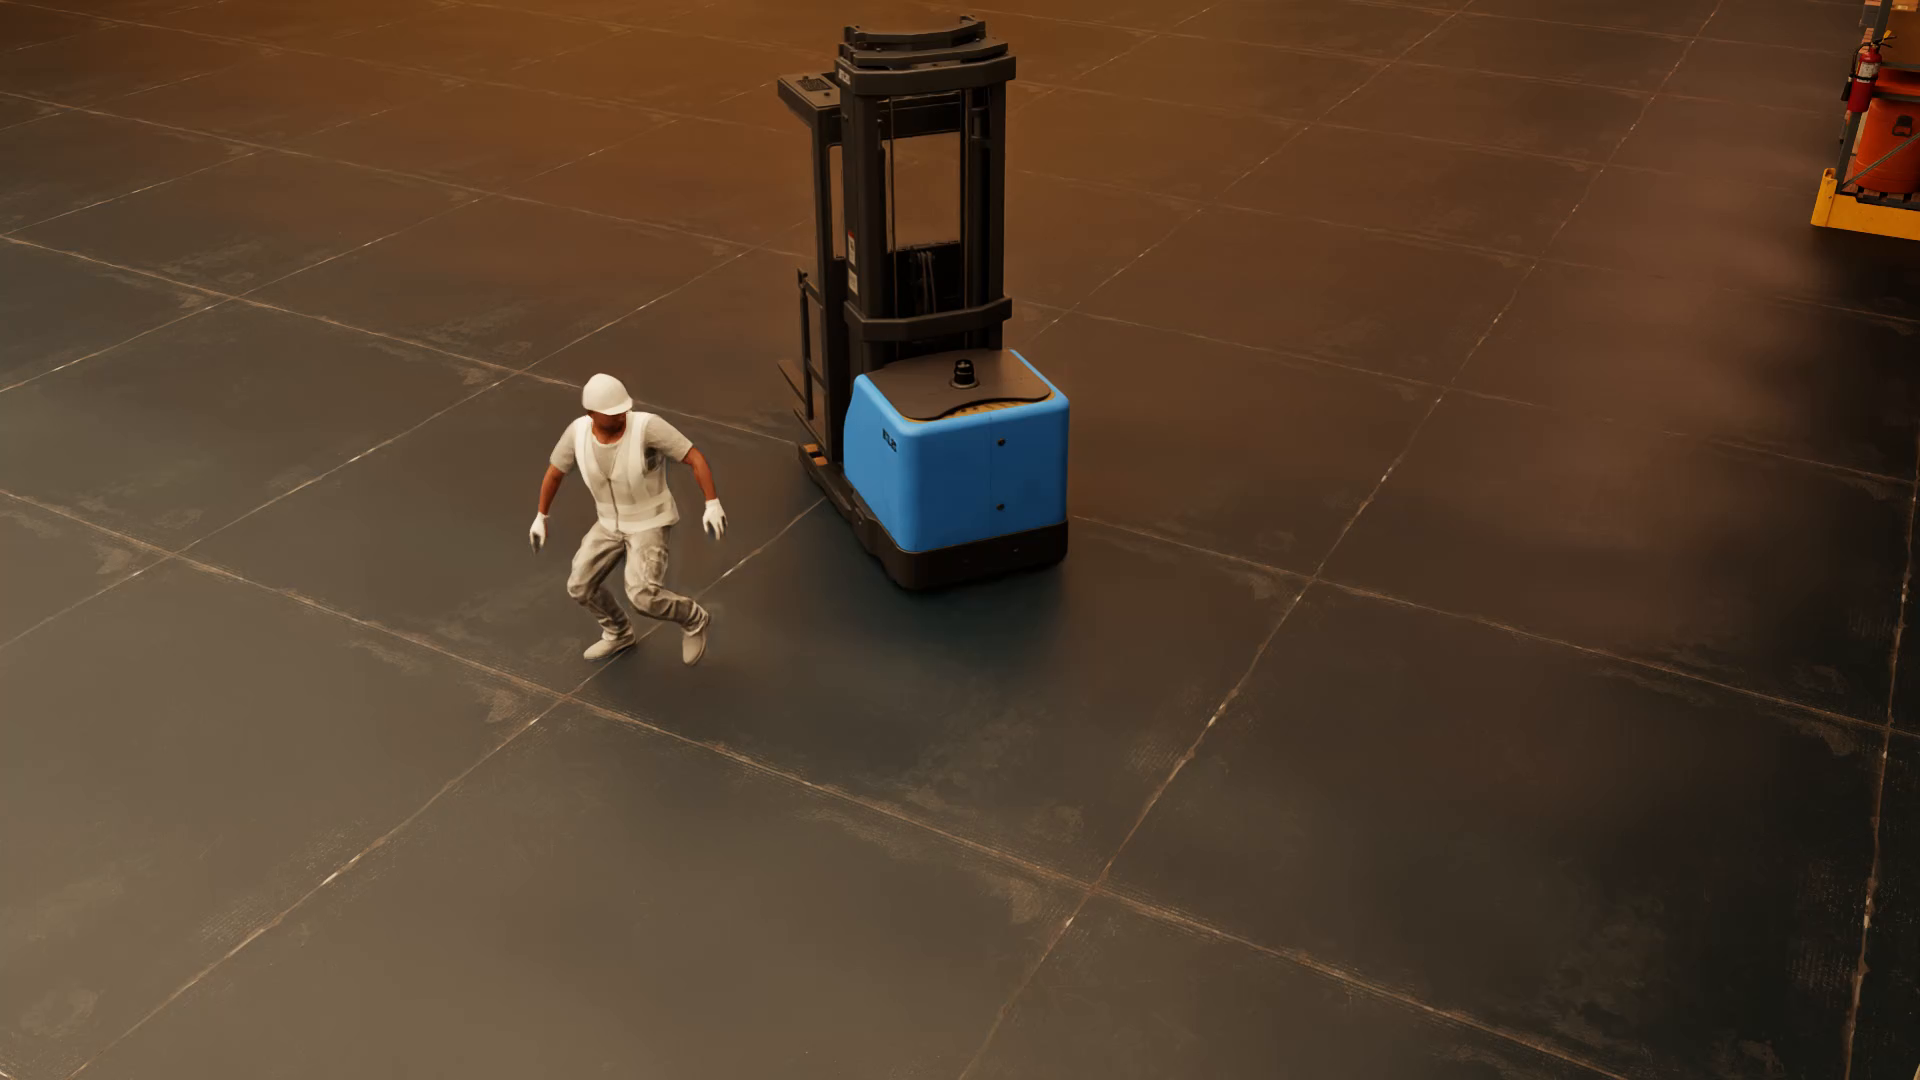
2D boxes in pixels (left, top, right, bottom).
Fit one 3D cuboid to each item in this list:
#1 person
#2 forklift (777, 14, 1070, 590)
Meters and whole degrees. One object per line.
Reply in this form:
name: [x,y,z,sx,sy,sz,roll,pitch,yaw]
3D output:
person: [-1.698,-0.081,8.505,0.922,1.667,0.556,15,33,24]
forklift: [-0.402,-1.709,10.031,1.130,2.935,3.031,-12,32,-19]
